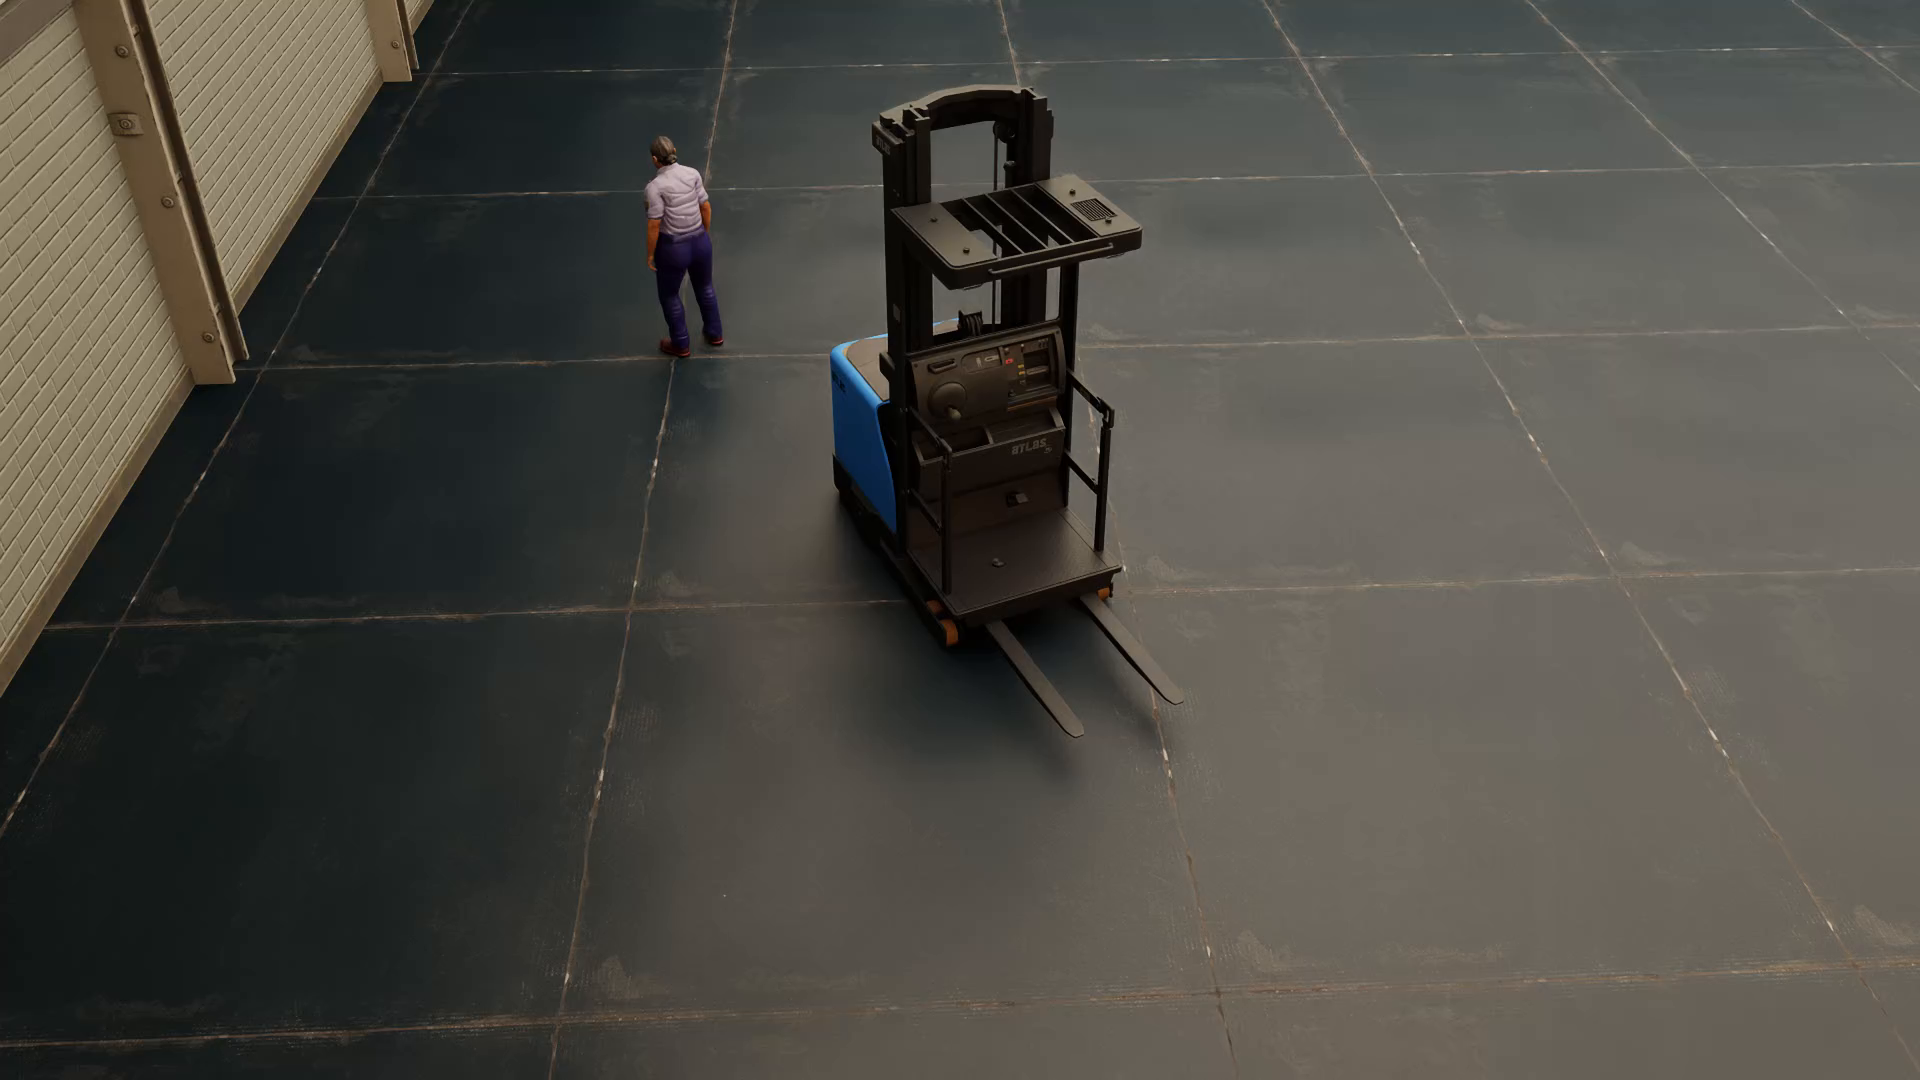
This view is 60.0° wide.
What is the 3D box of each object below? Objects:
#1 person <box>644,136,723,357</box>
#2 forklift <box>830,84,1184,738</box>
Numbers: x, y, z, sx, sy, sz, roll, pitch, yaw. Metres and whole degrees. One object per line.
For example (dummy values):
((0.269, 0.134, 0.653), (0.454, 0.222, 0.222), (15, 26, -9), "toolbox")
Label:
((-2.013, -2.122, 12.011), (0.564, 1.652, 0.353), (-27, 44, -32), "person")
((0.258, -0.860, 9.192), (1.130, 2.935, 3.031), (-15, 39, -20), "forklift")
